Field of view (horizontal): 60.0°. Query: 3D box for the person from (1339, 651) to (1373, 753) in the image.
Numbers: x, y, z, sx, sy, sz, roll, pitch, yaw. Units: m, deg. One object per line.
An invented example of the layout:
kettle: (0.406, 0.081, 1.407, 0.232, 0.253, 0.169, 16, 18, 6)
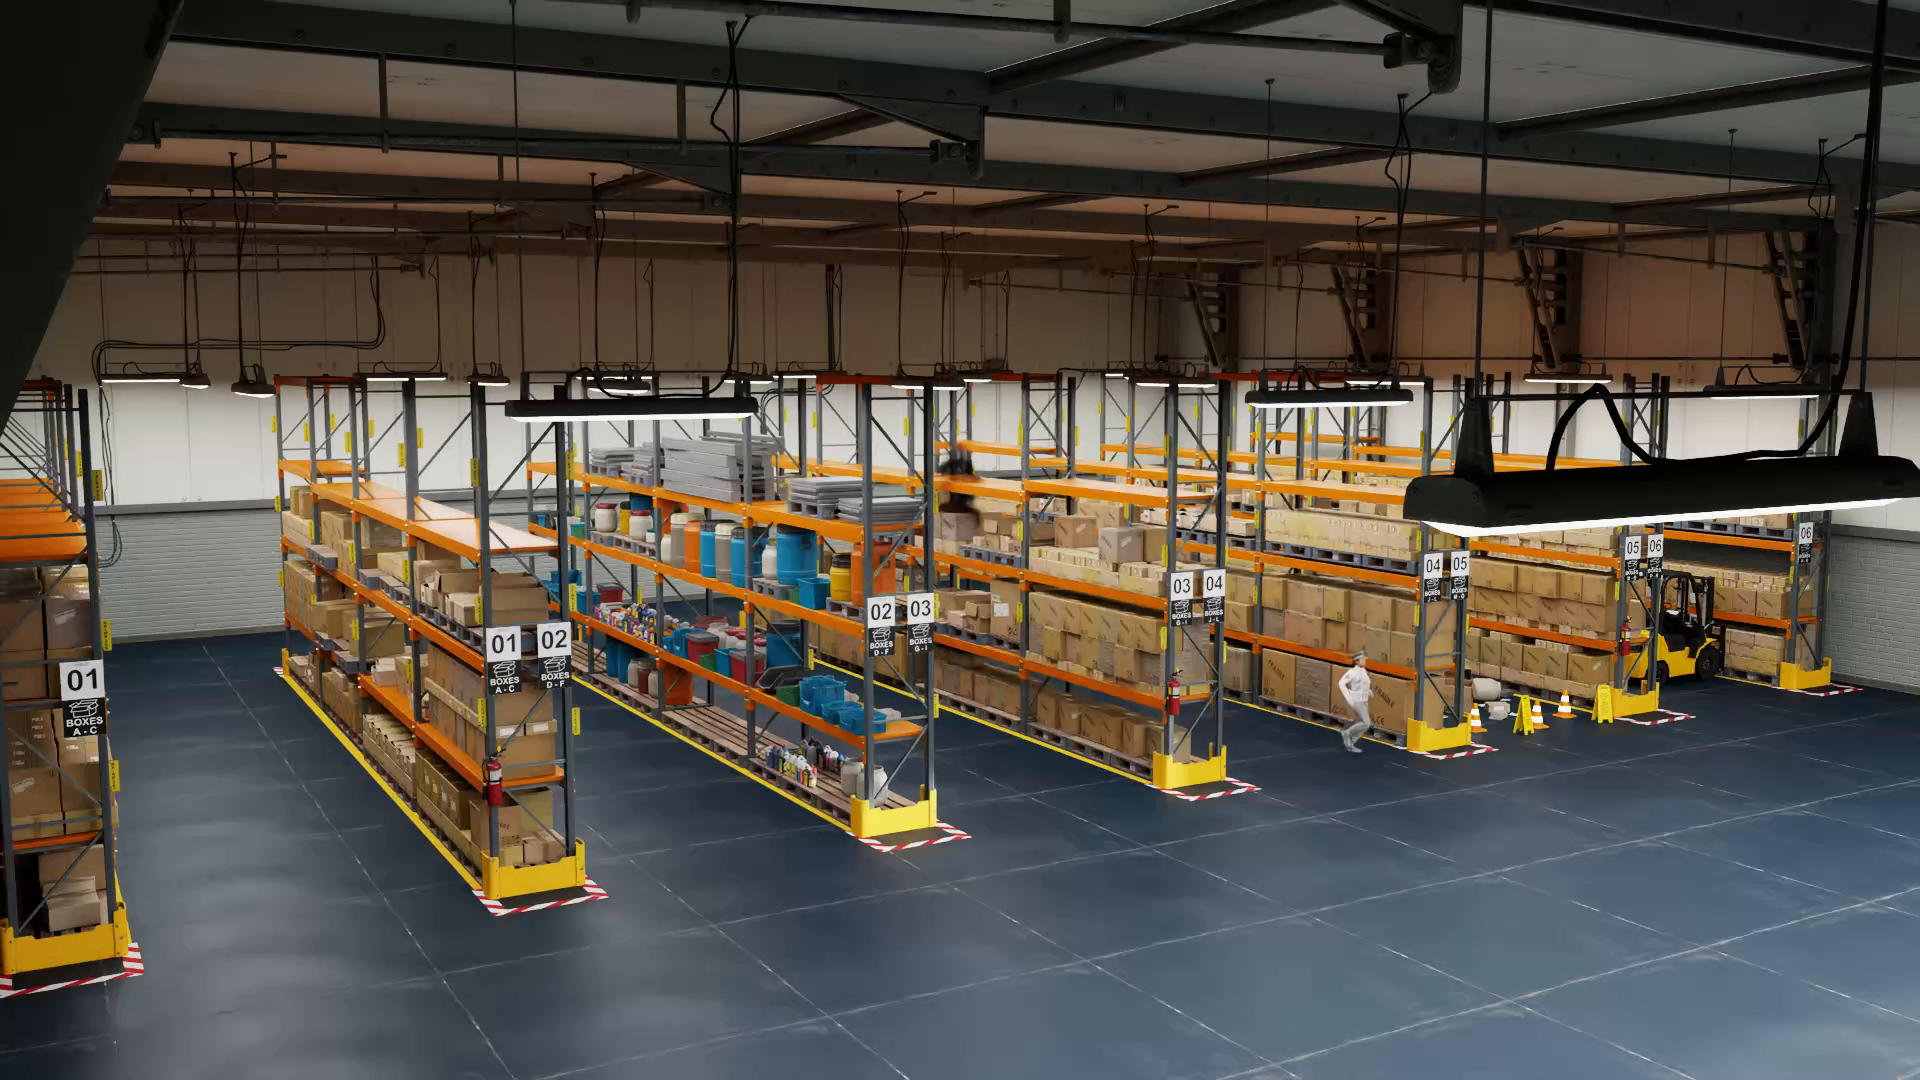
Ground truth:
person: (6.412, 2.590, 26.704, 0.508, 1.643, 0.609, 4, 8, 35)

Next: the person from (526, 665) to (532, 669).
person: (-7.759, 2.276, 29.390, 0.595, 1.751, 0.710, -5, 8, -40)
